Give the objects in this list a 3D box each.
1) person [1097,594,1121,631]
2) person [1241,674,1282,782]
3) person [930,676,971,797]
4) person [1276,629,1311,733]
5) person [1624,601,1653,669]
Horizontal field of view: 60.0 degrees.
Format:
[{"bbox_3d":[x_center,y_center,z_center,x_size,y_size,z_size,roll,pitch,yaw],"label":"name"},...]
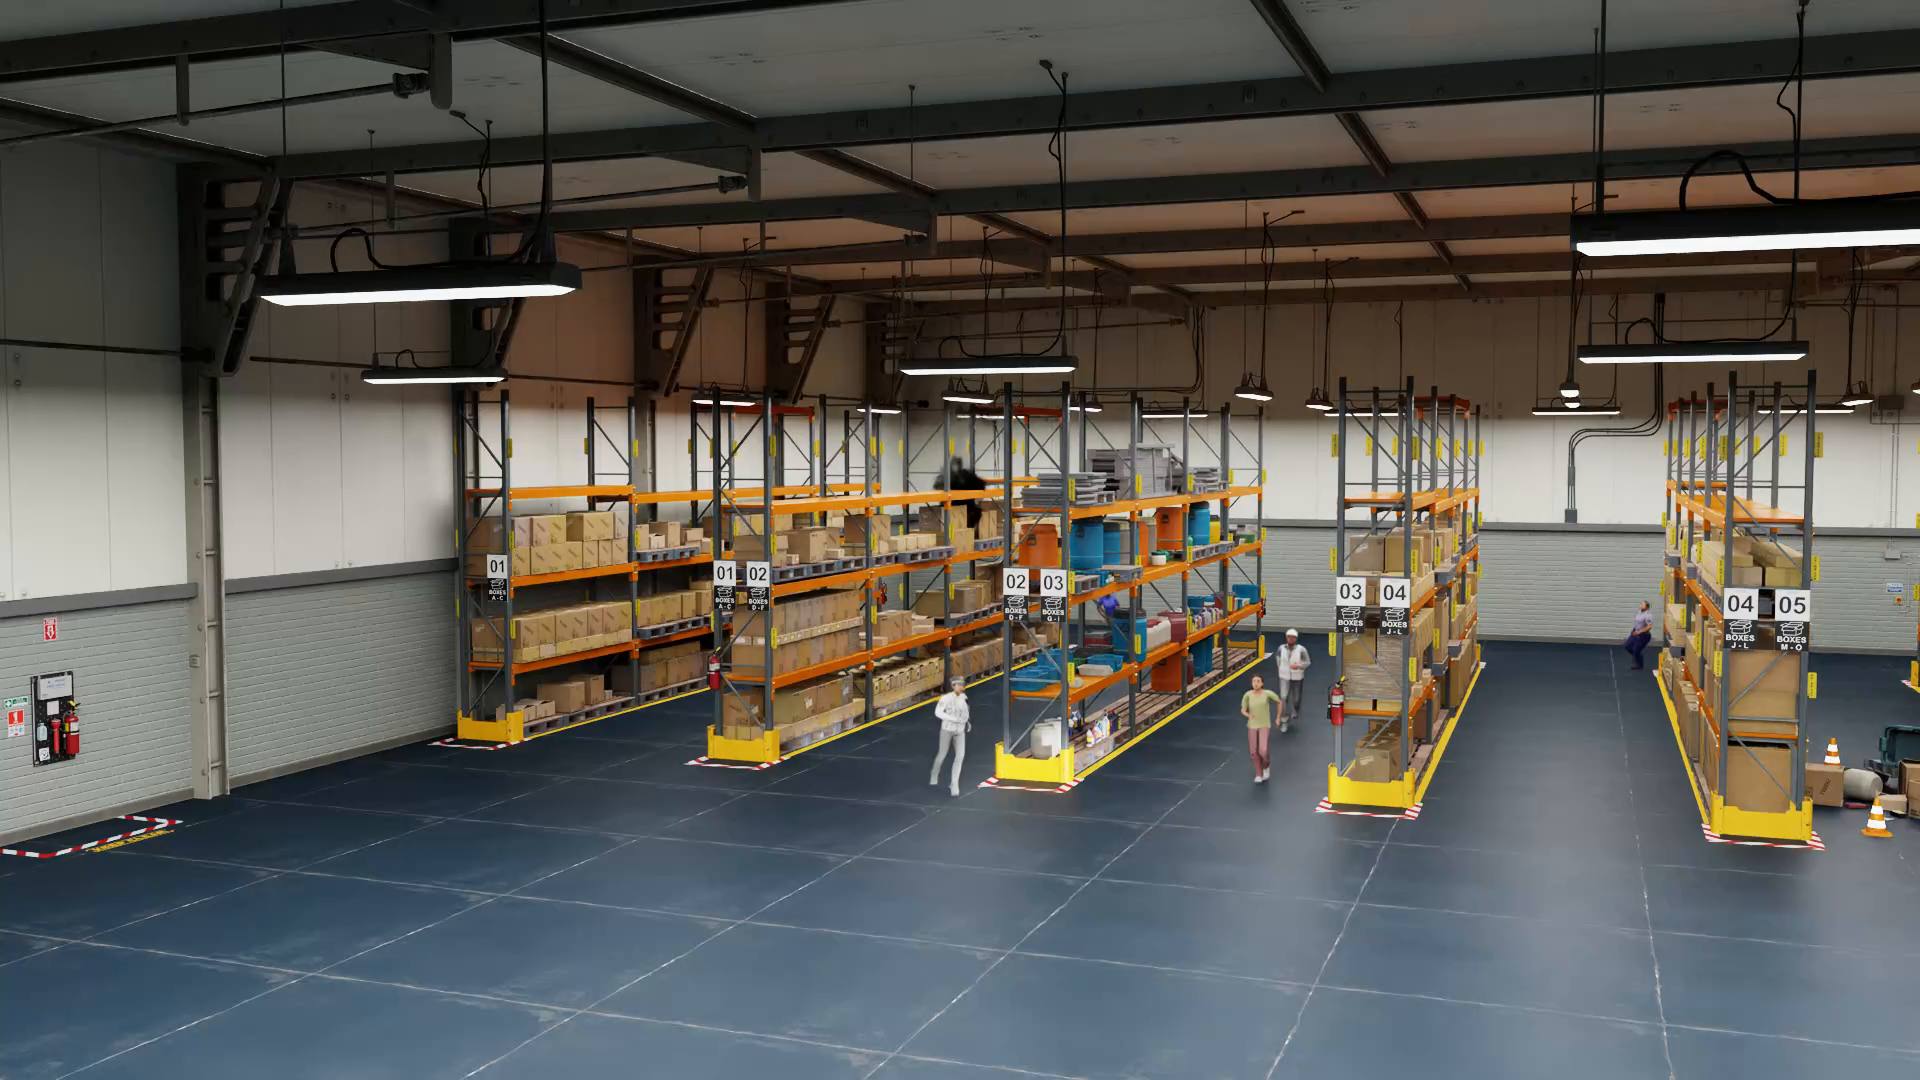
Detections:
[{"bbox_3d":[3.802,1.942,41.612,0.712,1.529,0.577,-1,3,-14],"label":"person"},{"bbox_3d":[4.472,2.814,24.796,0.577,1.645,0.604,1,3,22],"label":"person"},{"bbox_3d":[-0.095,2.822,24.339,0.643,1.704,0.875,-1,3,-24],"label":"person"},{"bbox_3d":[5.958,2.488,29.751,0.623,1.805,1.077,1,3,14],"label":"person"},{"bbox_3d":[15.317,2.150,37.491,0.544,1.576,0.635,-1,3,-13],"label":"person"}]
